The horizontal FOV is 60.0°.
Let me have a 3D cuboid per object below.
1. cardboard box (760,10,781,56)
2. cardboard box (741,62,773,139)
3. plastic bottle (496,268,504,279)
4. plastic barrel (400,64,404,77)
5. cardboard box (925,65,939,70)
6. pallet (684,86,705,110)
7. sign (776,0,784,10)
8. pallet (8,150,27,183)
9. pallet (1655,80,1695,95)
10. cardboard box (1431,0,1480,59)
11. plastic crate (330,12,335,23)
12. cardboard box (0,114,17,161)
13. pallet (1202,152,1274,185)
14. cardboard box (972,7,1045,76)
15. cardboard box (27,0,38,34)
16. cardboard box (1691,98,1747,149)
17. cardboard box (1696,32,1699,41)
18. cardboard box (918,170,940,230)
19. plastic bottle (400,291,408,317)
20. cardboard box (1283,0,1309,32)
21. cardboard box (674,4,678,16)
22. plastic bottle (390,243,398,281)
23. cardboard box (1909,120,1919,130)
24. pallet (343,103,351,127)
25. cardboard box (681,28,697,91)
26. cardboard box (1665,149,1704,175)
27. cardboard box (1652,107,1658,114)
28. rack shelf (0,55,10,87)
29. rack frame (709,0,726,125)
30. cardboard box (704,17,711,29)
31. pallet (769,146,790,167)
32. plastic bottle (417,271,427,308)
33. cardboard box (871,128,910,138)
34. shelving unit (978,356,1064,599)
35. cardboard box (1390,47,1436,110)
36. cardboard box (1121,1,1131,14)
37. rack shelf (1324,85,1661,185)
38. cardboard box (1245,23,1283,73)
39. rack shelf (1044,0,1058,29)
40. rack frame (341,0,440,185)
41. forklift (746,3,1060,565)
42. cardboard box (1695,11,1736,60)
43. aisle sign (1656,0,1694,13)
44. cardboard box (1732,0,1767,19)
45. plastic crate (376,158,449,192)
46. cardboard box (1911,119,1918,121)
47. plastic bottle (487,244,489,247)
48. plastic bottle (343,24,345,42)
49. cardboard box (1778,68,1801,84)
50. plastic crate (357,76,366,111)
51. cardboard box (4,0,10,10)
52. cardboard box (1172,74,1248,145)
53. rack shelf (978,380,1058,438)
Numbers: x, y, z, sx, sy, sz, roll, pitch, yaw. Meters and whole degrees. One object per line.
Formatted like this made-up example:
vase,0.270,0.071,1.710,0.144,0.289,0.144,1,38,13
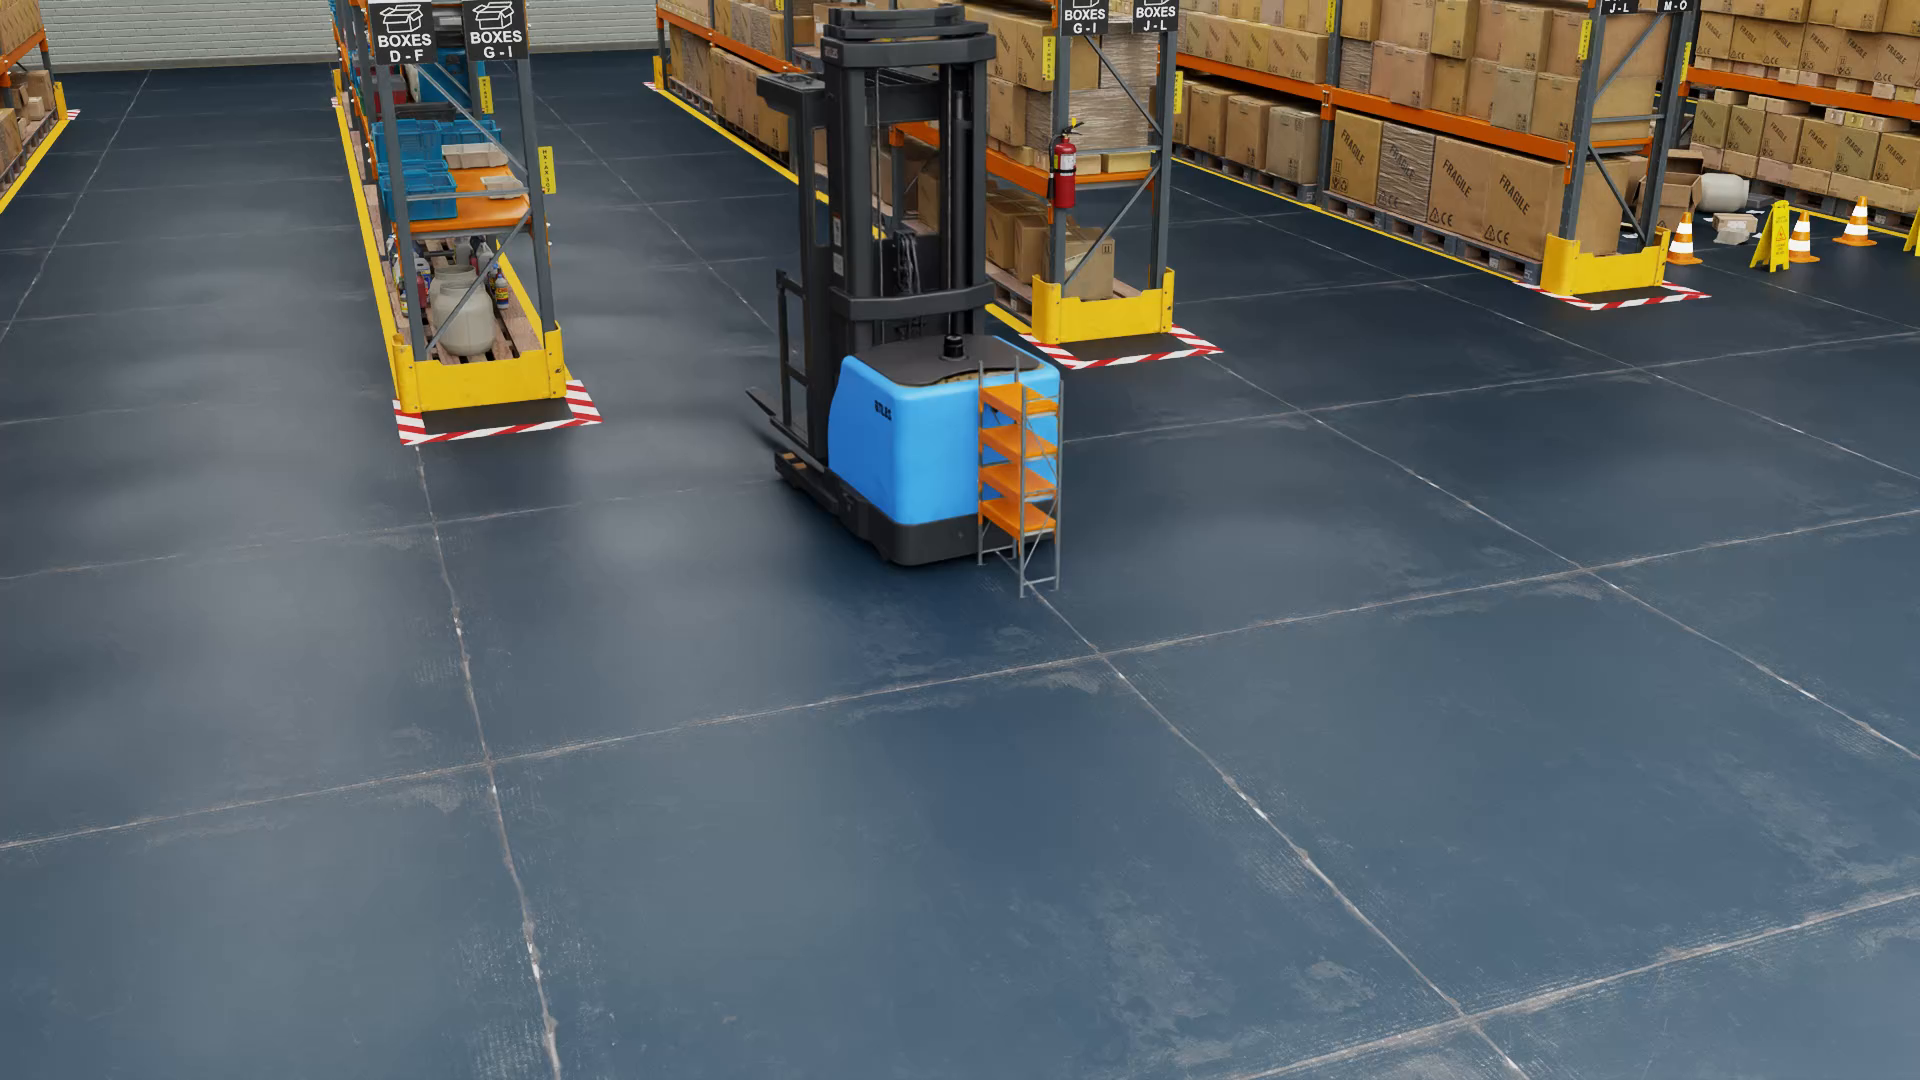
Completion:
cardboard box,-2.195,-6.361,20.850,0.500,0.500,0.500,-9,24,-19
cardboard box,-2.150,-5.780,21.797,1.225,0.875,0.875,-8,24,-19
plastic bottle,-3.837,-2.138,13.892,0.061,0.283,0.133,-8,24,-18
plastic barrel,-5.804,-5.243,18.153,0.600,0.536,0.708,-8,24,-19
cardboard box,0.040,-4.359,15.717,0.875,0.500,0.500,-8,24,-19
pallet,-3.661,-6.887,25.818,1.003,0.211,1.213,-8,24,-19
sign,-2.136,-6.443,19.685,0.100,0.325,0.005,-8,24,-19
pallet,-11.977,-4.507,20.173,1.003,0.211,1.213,-8,24,-19
pallet,11.640,-7.463,27.186,1.003,0.211,1.213,-8,24,-19
cardboard box,5.129,-5.015,16.203,0.875,0.550,0.500,-8,24,-19
plastic crate,-9.023,-7.611,24.209,0.250,0.136,0.298,-8,24,-19
cardboard box,-11.691,-4.813,19.959,0.500,0.500,0.500,-8,24,-19
pallet,3.693,-4.607,20.408,1.003,0.211,1.213,-8,24,-19
cardboard box,0.426,-4.253,14.180,0.500,0.500,0.500,-8,24,-19
cardboard box,-13.114,-7.269,23.005,0.500,0.500,0.500,-8,24,-19
cardboard box,9.022,-4.914,19.581,0.500,0.500,0.500,-7,24,-16
cardboard box,9.166,-6.215,20.417,0.380,0.149,0.250,-8,24,-18
cardboard box,-0.101,-3.425,16.691,0.500,0.500,0.500,-9,25,-21
plastic bottle,-4.484,-1.921,13.483,0.097,0.201,0.097,0,23,0
cardboard box,4.106,-6.051,18.828,0.700,0.500,0.500,-9,24,-20
cardboard box,-4.171,-8.137,25.518,0.380,0.149,0.250,-9,24,-20
plastic bottle,-4.875,-2.418,14.468,0.144,0.351,0.185,-9,25,-21
cardboard box,10.255,-4.241,17.984,0.500,0.500,0.500,-9,25,-21
pallet,-8.396,-6.182,24.146,1.003,0.211,1.213,-8,24,-19
cardboard box,-3.822,-7.556,26.011,0.875,0.875,0.875,-8,24,-19
cardboard box,8.172,-4.167,18.989,0.500,0.500,0.500,8,24,18
cardboard box,8.621,-5.327,21.370,0.950,0.372,0.625,-7,24,-16
rack shelf,-11.594,-5.025,18.736,1.077,0.370,4.000,-8,24,-19
rack frame,-3.031,-7.441,23.542,1.000,3.000,0.127,-8,24,-19
cardboard box,-3.445,-7.391,23.747,0.380,0.149,0.250,-8,24,-19
pallet,-1.826,-4.999,21.339,1.003,0.211,1.213,-8,24,-19
plastic bottle,-4.448,-2.069,13.728,0.061,0.283,0.133,-8,24,-19
cardboard box,-0.948,-4.393,18.962,0.700,0.500,0.500,-6,24,-15
shelving unit,0.319,-0.340,9.012,0.258,1.200,0.503,-11,25,-24
cardboard box,4.908,-4.705,16.858,0.875,0.550,0.550,-8,24,-19
cardboard box,2.361,-7.060,22.037,0.380,0.149,0.250,-7,24,-17
rack shelf,5.177,-4.119,16.588,1.077,0.370,4.000,-8,24,-19
cardboard box,3.679,-5.744,19.387,0.500,0.500,0.500,-8,24,-18
rack shelf,0.502,-4.858,14.478,1.077,0.370,4.000,-8,24,-19
rack frame,-6.252,-5.308,18.481,1.000,3.000,0.127,-8,24,-19
forklift,-0.534,-1.745,10.116,1.130,2.935,3.031,-11,25,-24
cardboard box,8.961,-5.879,19.324,0.500,0.500,0.500,-8,24,-19
aisle sign,6.190,-4.938,14.256,0.394,0.787,0.004,-8,24,-19
cardboard box,9.179,-6.159,18.702,0.700,0.500,0.500,-8,24,-19
plastic crate,-4.106,-2.710,12.509,0.499,0.251,0.408,-8,24,-19
cardboard box,13.247,-6.146,22.987,0.875,0.625,0.625,-9,24,-20
plastic bottle,-4.177,-2.488,14.721,0.061,0.283,0.133,-7,24,-15
plastic bottle,-7.934,-6.516,21.497,0.061,0.283,0.133,-8,24,-19
cardboard box,9.320,-5.153,18.438,0.380,0.149,0.250,-8,24,-19
plastic crate,-5.519,-4.205,15.885,0.392,0.384,0.575,-8,24,-19
cardboard box,-12.386,-6.987,21.049,0.500,0.500,0.500,-9,25,-21
cardboard box,3.189,-5.554,21.422,1.050,0.750,0.750,-9,24,-20
rack shelf,0.319,-0.702,8.859,0.258,0.148,0.480,-11,25,-24
